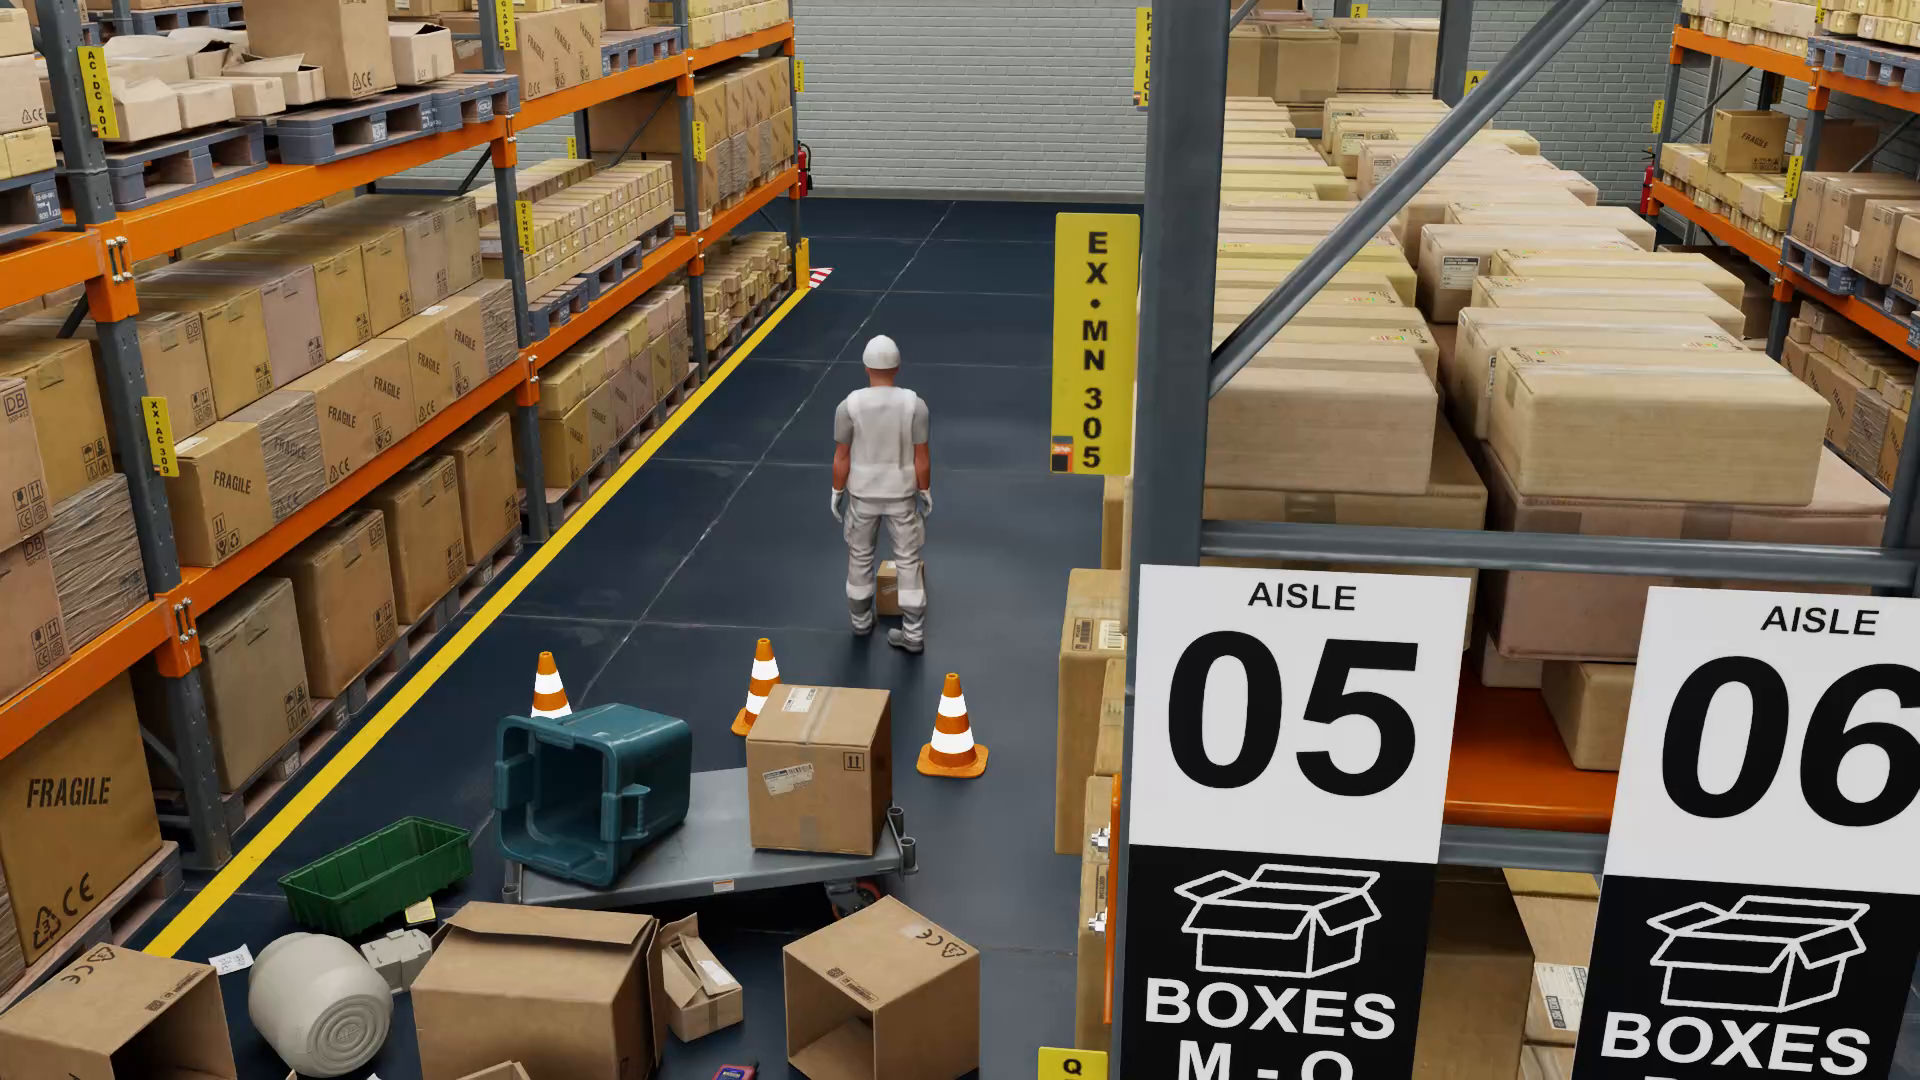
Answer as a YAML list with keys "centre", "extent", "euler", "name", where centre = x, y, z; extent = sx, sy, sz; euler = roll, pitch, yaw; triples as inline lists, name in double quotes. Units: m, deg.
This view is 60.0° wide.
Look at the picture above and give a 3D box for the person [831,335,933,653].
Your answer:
- centre: [-0.436, -0.282, 9.277]
  extent: [0.564, 1.792, 0.569]
  euler: [-1, 21, -2]
  name: "person"
